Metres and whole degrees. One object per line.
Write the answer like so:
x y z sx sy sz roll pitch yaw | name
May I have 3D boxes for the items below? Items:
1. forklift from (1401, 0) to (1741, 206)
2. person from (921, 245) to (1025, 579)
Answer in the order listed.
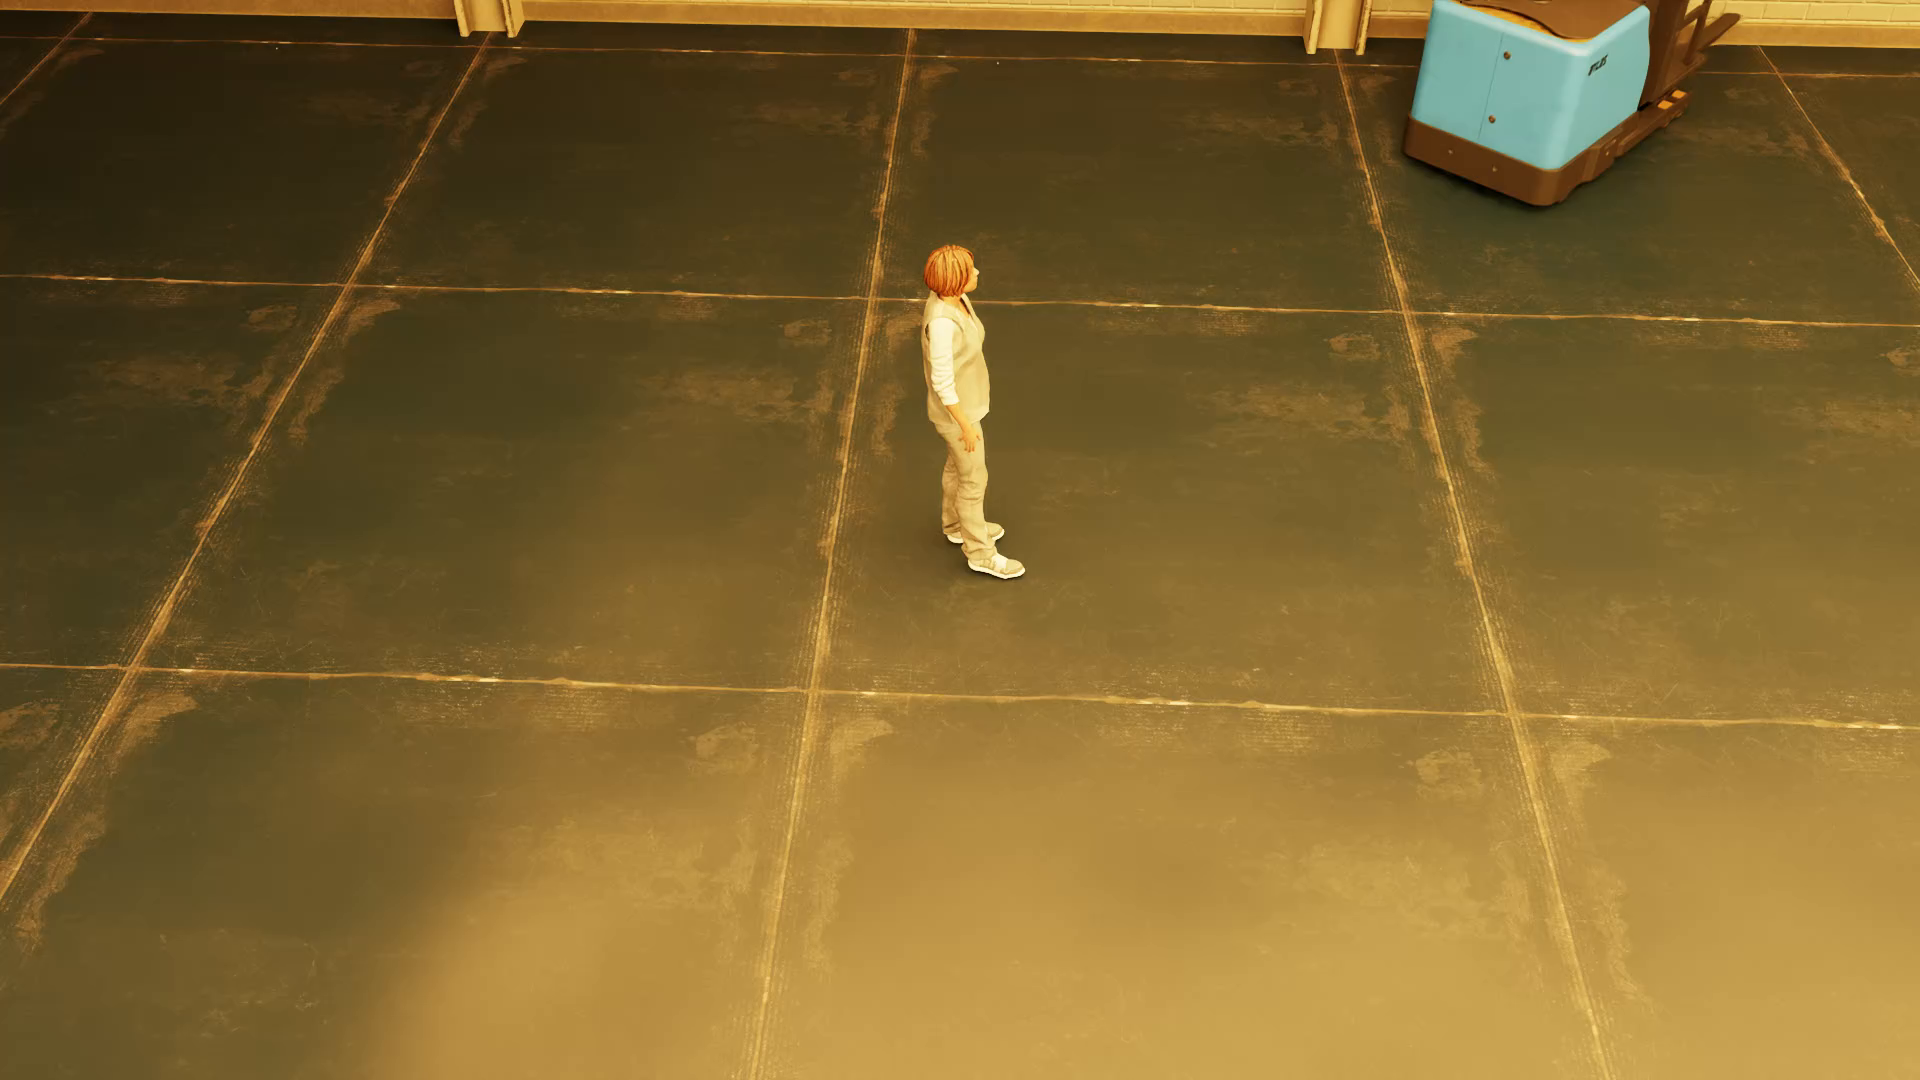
4.167 -3.994 10.117 1.130 2.935 3.031 32 51 30 | forklift
0.074 -0.582 7.361 0.473 1.595 0.520 2 42 2 | person
